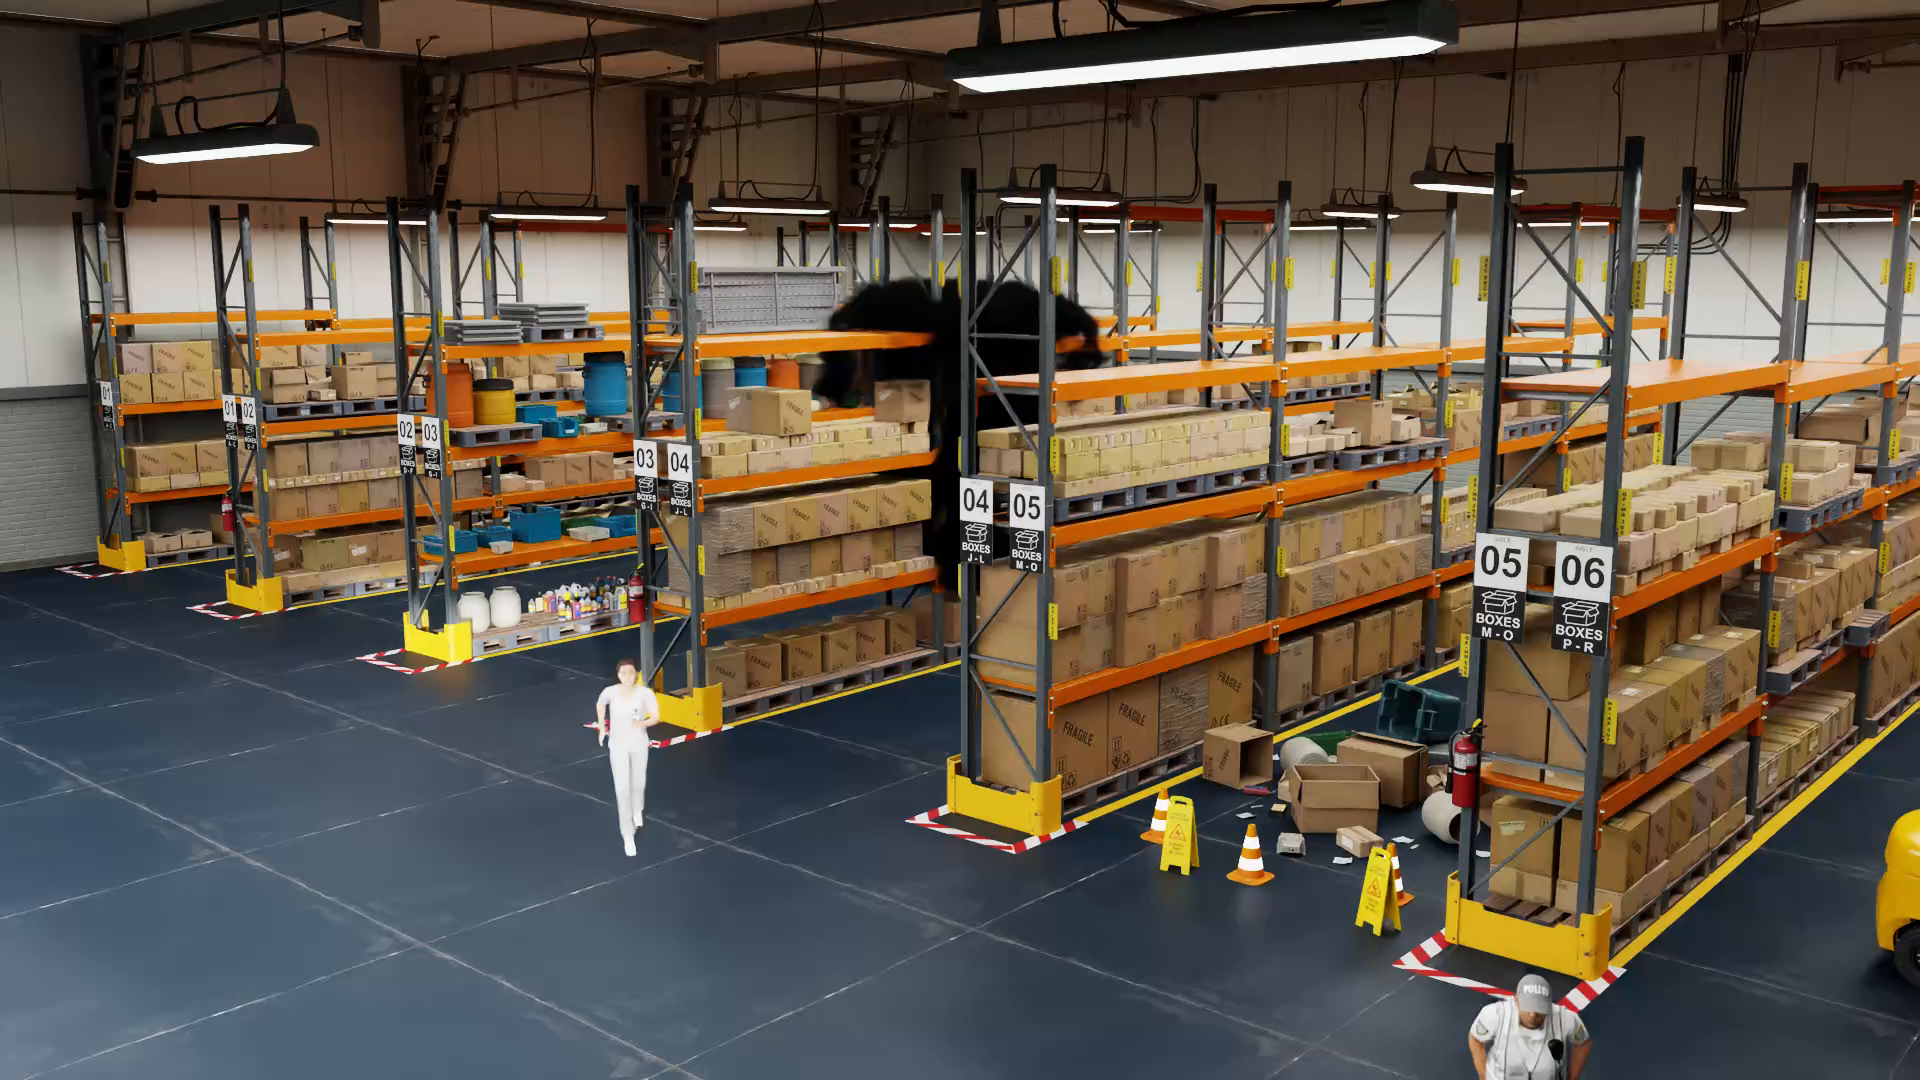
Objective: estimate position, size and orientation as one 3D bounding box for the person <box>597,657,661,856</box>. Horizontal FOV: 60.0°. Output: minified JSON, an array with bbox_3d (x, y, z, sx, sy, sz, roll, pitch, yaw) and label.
[{"bbox_3d":[-2.956,1.870,14.888,0.546,1.696,0.910,-2,10,-13],"label":"person"}]

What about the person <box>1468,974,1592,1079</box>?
[{"bbox_3d":[3.007,2.966,8.861,0.615,1.624,0.965,2,10,11],"label":"person"}]
